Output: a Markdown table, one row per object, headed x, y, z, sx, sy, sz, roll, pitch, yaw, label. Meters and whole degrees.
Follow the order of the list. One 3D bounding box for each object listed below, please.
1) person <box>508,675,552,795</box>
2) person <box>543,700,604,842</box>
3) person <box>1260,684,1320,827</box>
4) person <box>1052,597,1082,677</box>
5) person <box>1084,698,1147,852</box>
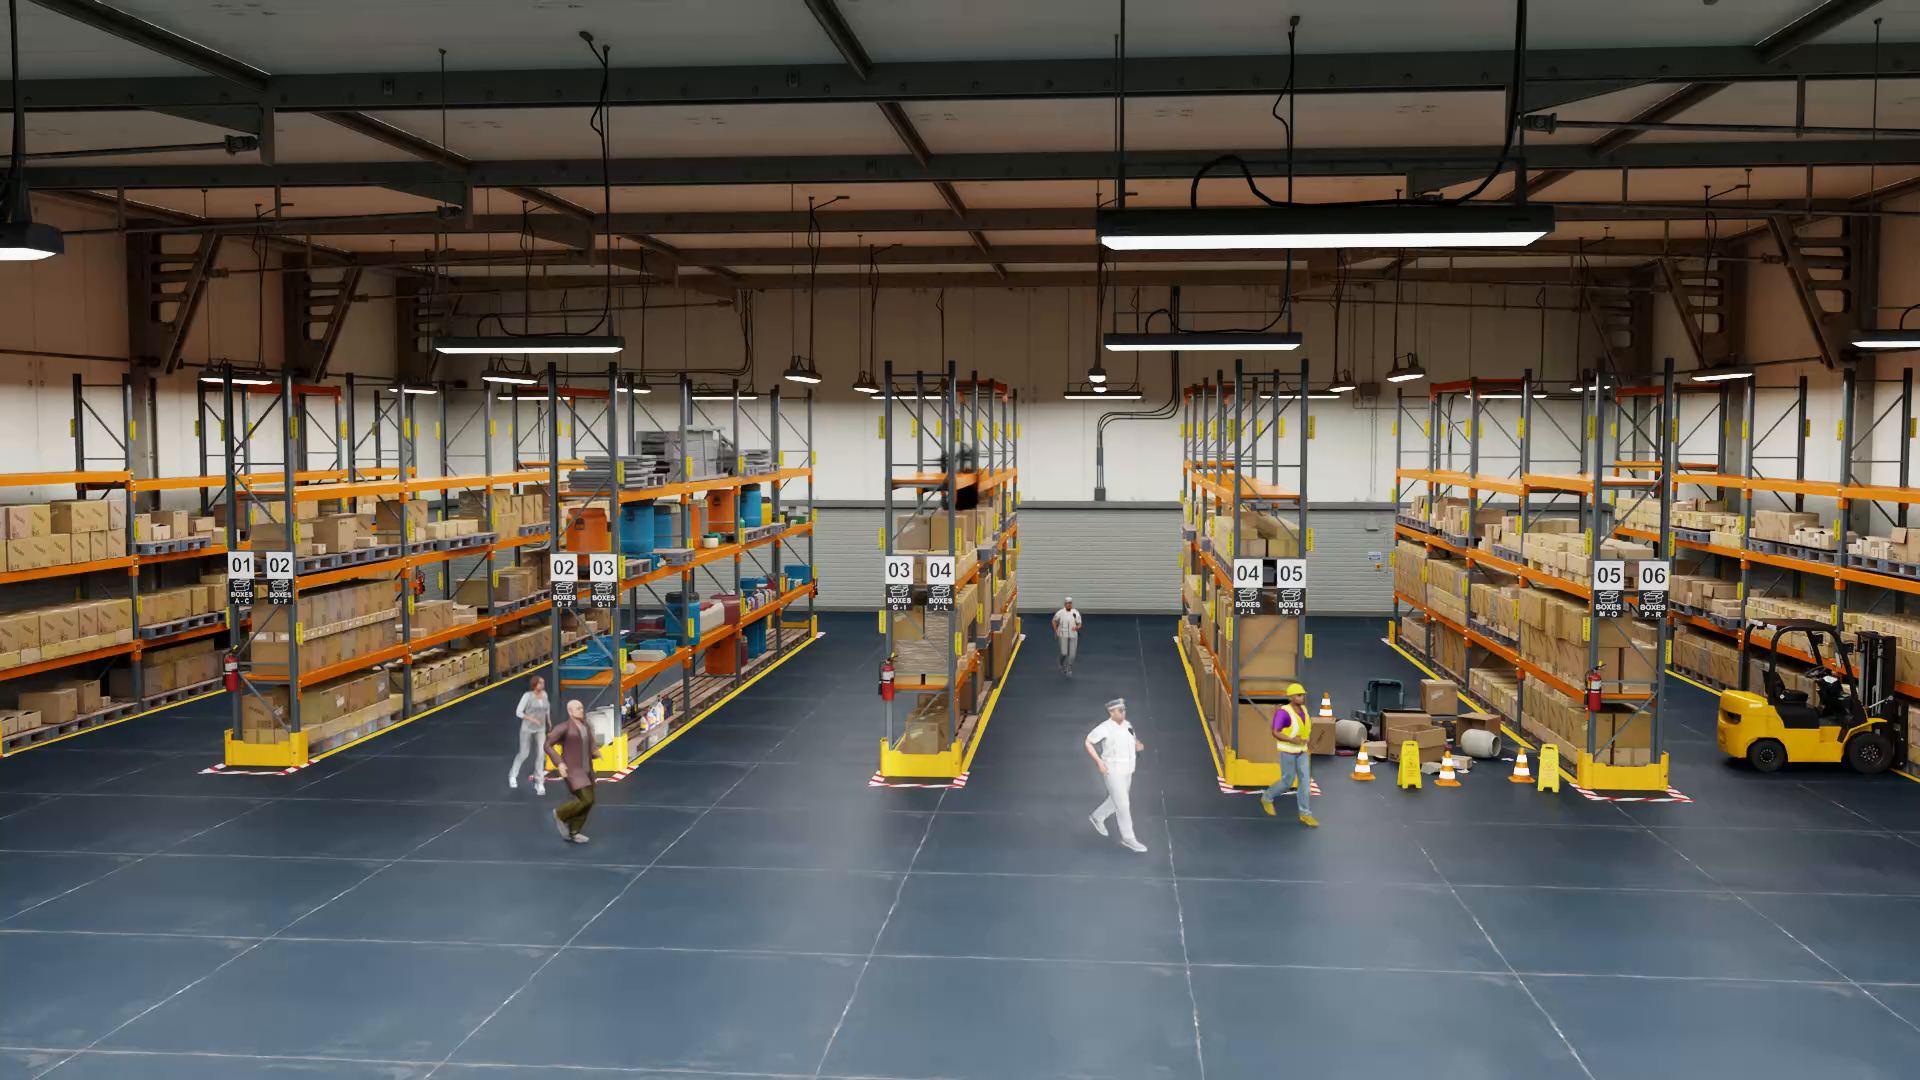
| x | y | z | sx | sy | sz | roll | pitch | yaw | label |
| --- | --- | --- | --- | --- | --- | --- | --- | --- | --- |
| -5.912 | 2.689 | 23.142 | 0.592 | 1.639 | 0.711 | -4 | 5 | -44 | person |
| -4.618 | 2.809 | 20.174 | 0.627 | 1.738 | 0.702 | 2 | 4 | 27 | person |
| 4.247 | 2.717 | 21.269 | 0.724 | 1.781 | 0.866 | -3 | 5 | -37 | person |
| 2.181 | 1.972 | 33.631 | 0.593 | 1.626 | 0.574 | 0 | 4 | -4 | person |
| 1.893 | 2.780 | 20.010 | 0.983 | 1.770 | 0.661 | 4 | 5 | 44 | person |
